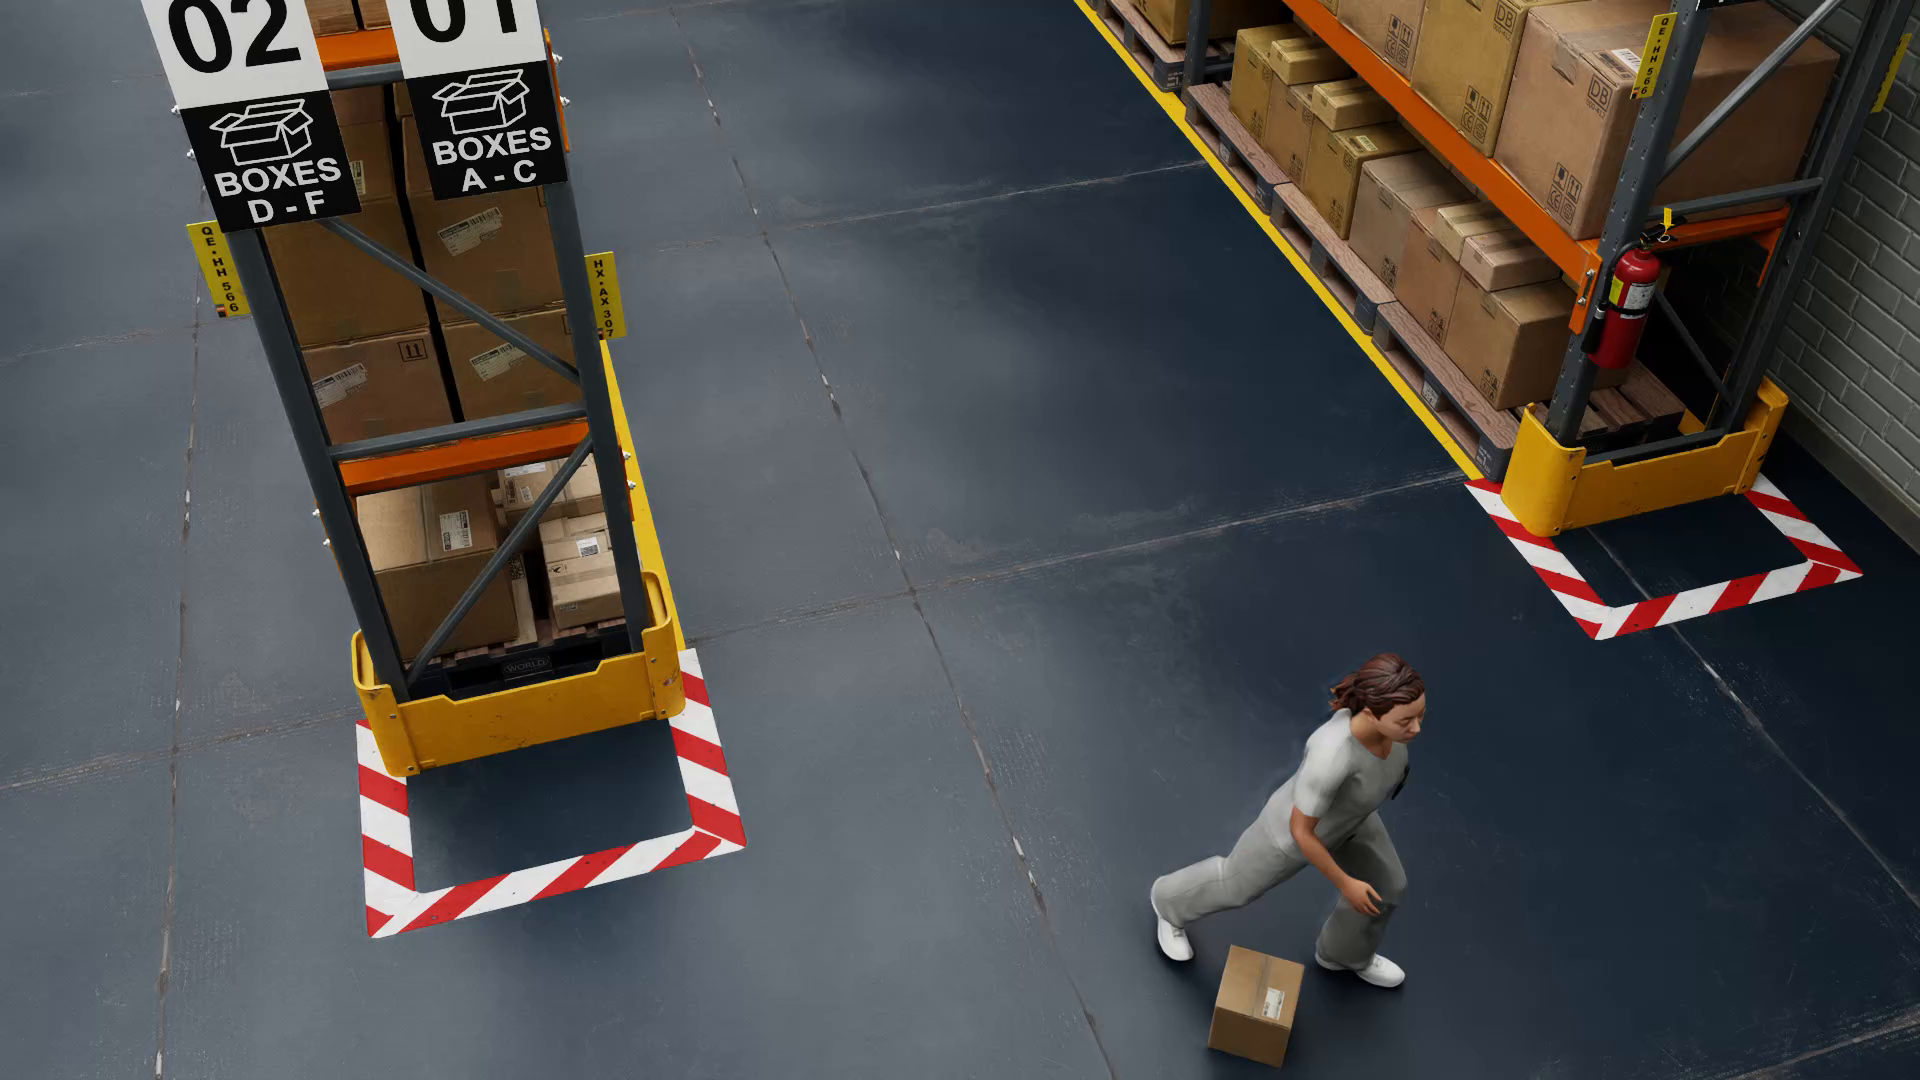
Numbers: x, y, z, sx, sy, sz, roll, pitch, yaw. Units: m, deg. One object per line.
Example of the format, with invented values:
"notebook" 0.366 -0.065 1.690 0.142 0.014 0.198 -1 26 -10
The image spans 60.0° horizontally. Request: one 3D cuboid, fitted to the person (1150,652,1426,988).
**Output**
"person" 1.066 0.845 5.264 0.563 1.607 0.833 -34 52 -31
